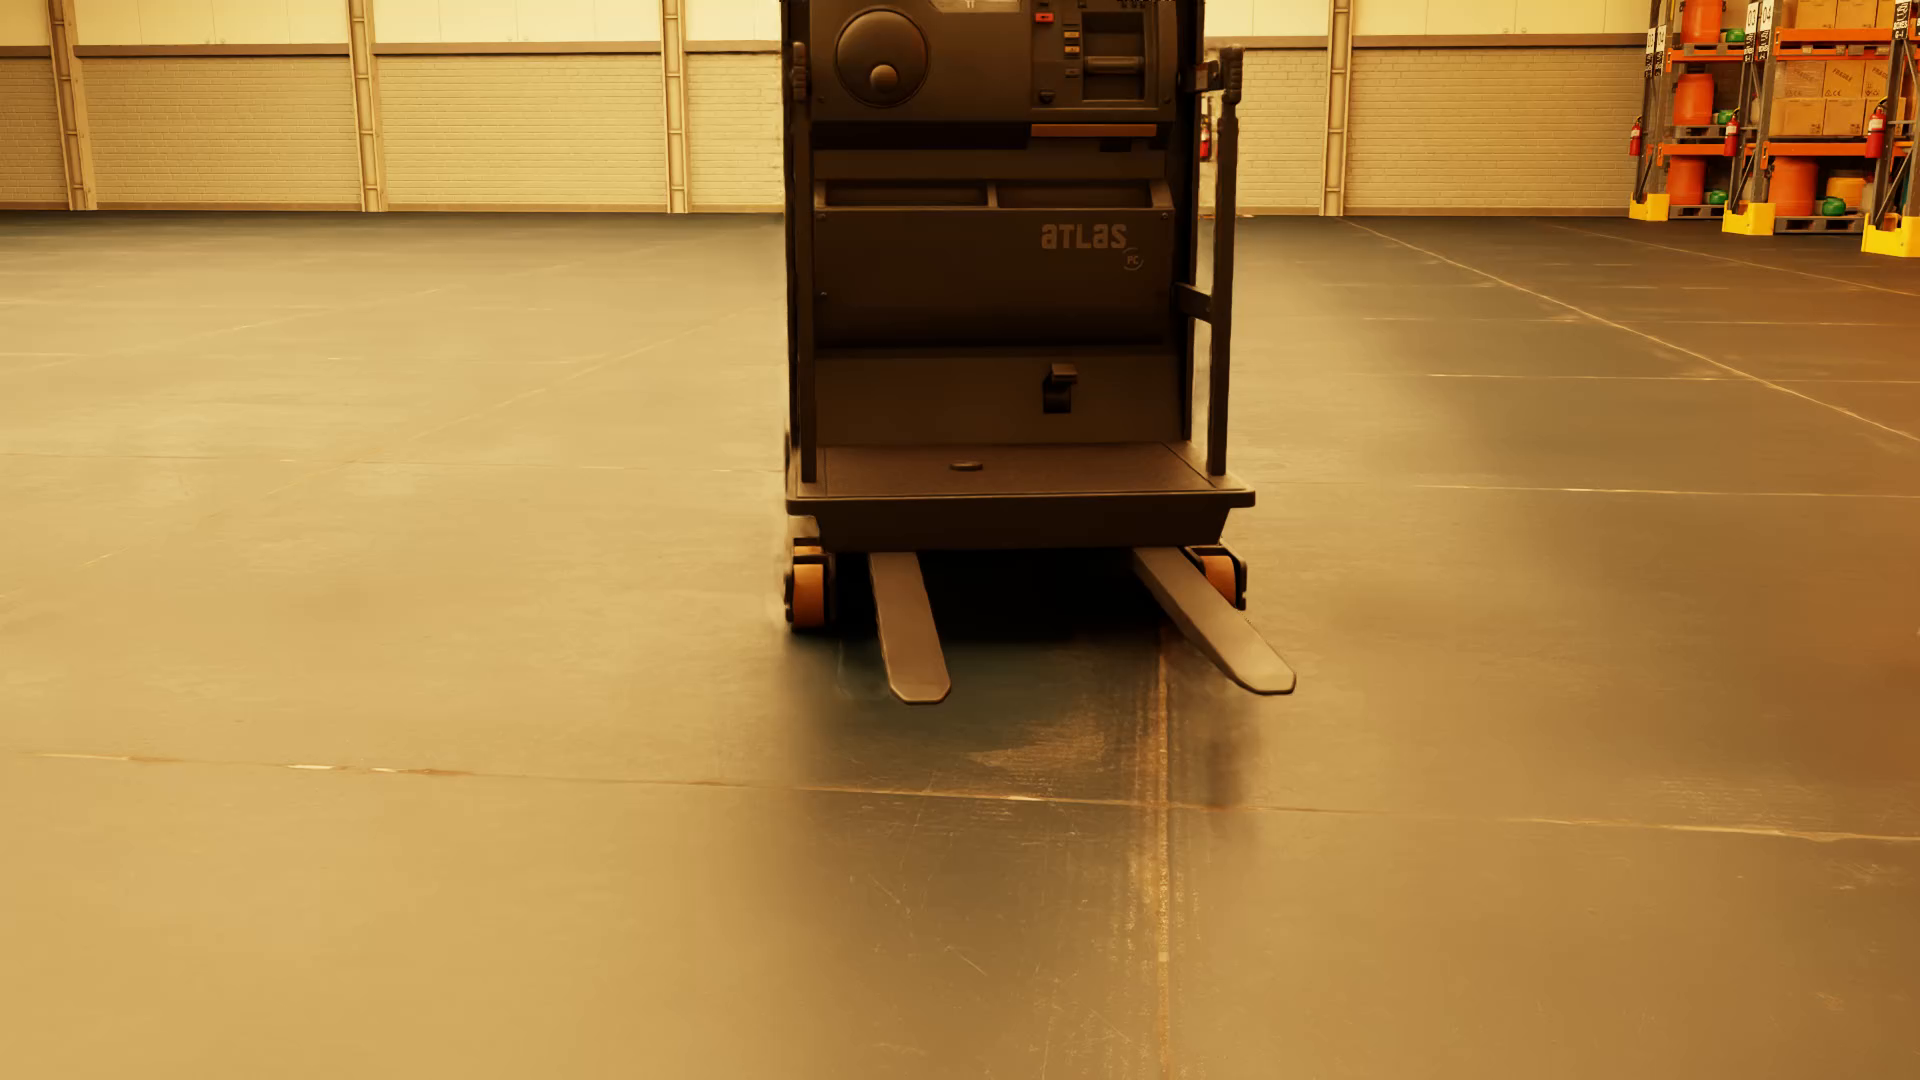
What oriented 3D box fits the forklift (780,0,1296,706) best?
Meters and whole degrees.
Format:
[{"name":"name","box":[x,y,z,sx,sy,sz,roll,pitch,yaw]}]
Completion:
[{"name":"forklift","box":[0.107,-1.287,4.015,1.130,2.935,3.031,-1,13,-5]}]
